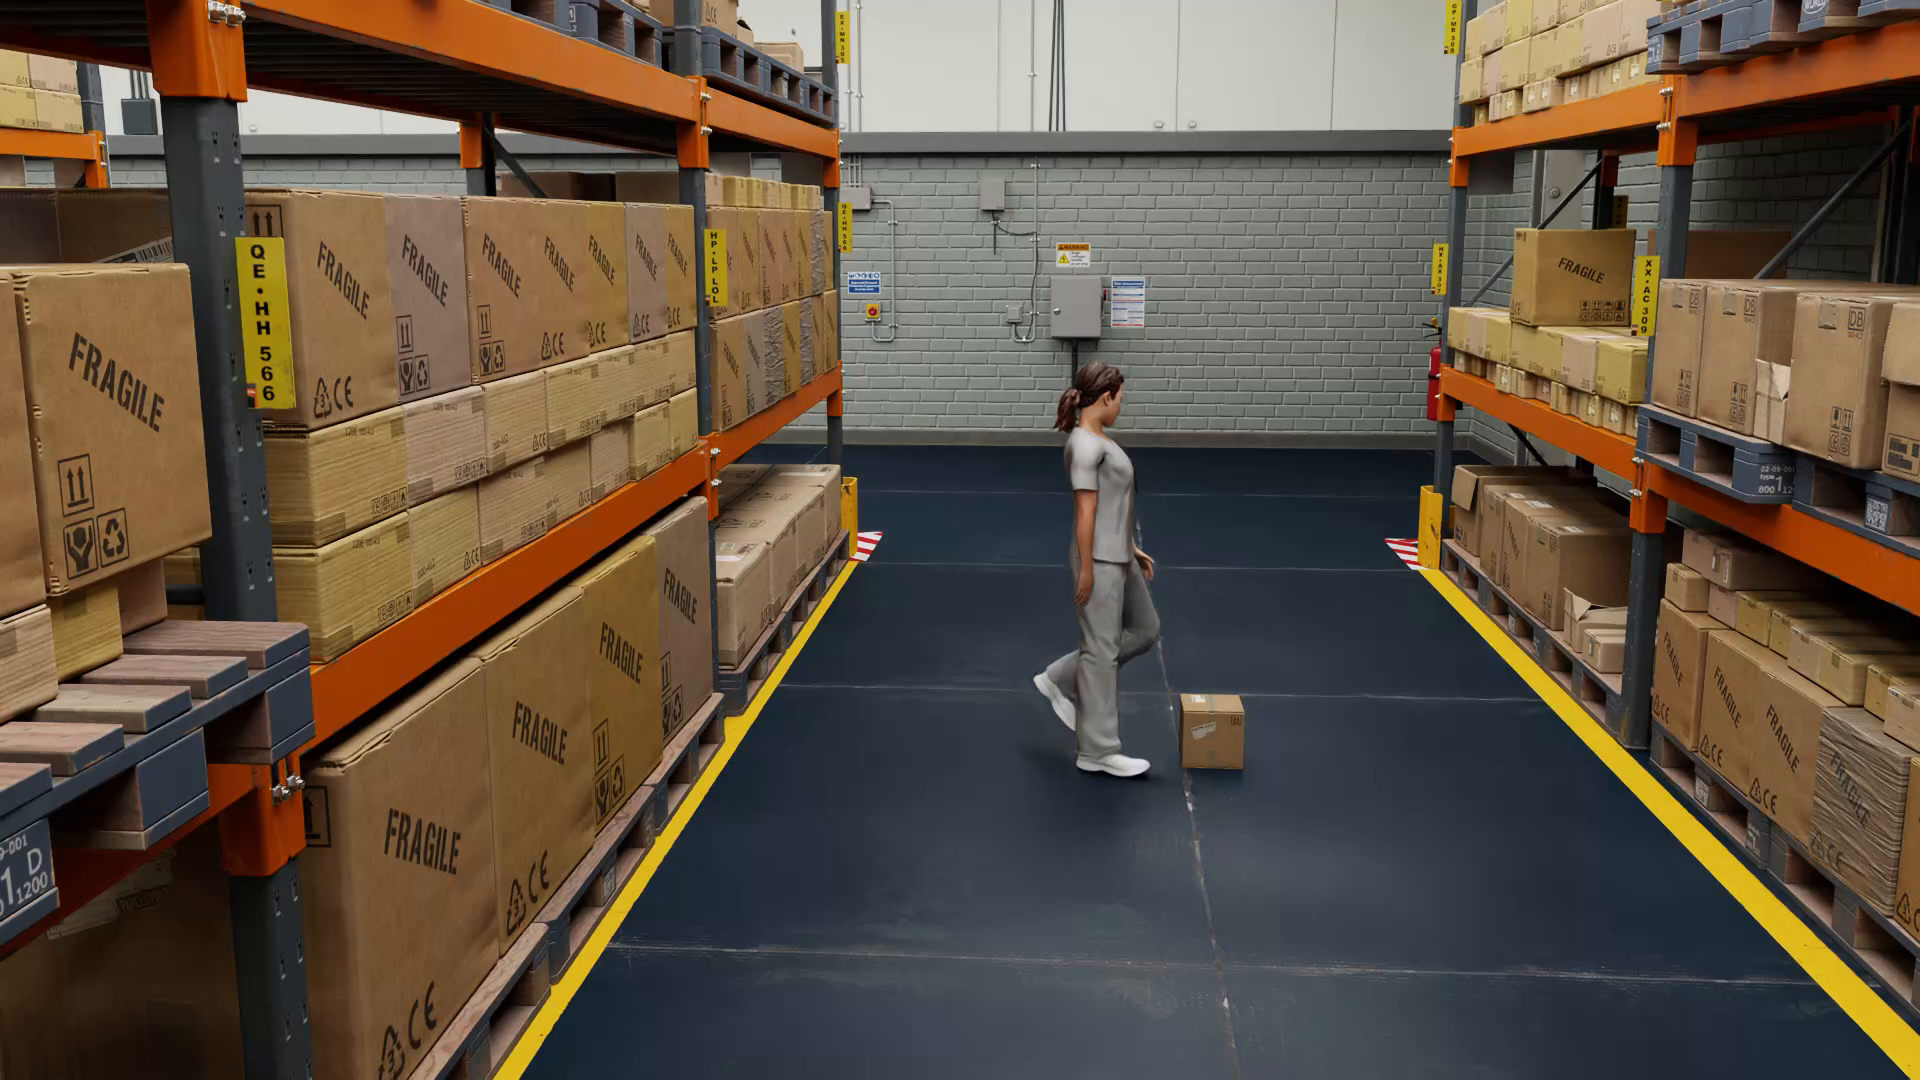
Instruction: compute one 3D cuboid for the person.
[{"bbox_3d":[0.558,0.101,6.888,0.532,1.666,0.486,2,11,12],"label":"person"}]
